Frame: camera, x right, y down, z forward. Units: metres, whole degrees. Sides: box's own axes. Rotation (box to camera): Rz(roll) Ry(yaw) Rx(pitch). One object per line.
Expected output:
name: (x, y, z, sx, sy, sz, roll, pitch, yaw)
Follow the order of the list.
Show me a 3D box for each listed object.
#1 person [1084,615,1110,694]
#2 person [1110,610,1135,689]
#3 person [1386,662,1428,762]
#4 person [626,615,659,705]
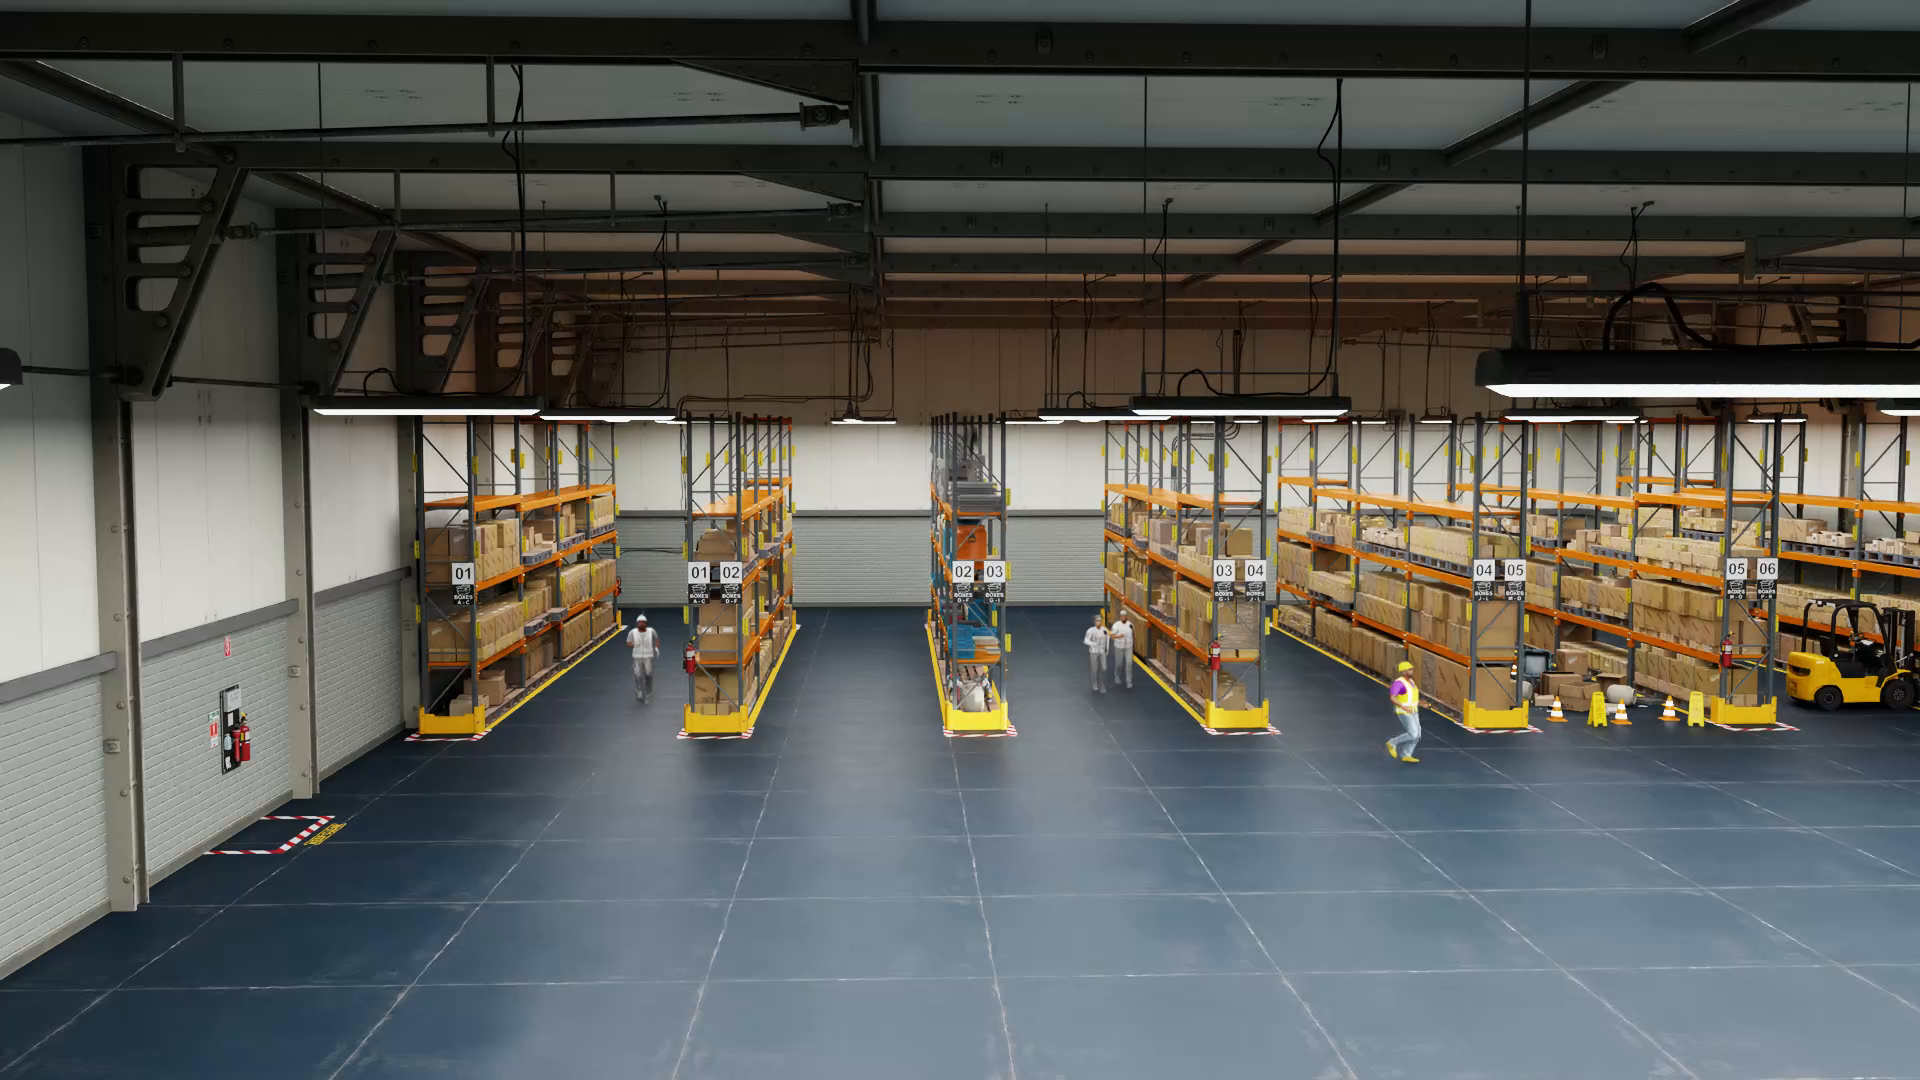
person: (2.948, 2.462, 35.772, 0.571, 1.736, 0.702, 0, 4, -6)
person: (3.590, 2.375, 36.504, 0.602, 1.663, 0.913, 0, 4, -7)
person: (7.618, 2.931, 28.368, 0.606, 1.718, 0.698, 3, 5, 38)
person: (-6.582, 2.482, 34.516, 0.661, 1.846, 0.785, -1, 4, -8)
